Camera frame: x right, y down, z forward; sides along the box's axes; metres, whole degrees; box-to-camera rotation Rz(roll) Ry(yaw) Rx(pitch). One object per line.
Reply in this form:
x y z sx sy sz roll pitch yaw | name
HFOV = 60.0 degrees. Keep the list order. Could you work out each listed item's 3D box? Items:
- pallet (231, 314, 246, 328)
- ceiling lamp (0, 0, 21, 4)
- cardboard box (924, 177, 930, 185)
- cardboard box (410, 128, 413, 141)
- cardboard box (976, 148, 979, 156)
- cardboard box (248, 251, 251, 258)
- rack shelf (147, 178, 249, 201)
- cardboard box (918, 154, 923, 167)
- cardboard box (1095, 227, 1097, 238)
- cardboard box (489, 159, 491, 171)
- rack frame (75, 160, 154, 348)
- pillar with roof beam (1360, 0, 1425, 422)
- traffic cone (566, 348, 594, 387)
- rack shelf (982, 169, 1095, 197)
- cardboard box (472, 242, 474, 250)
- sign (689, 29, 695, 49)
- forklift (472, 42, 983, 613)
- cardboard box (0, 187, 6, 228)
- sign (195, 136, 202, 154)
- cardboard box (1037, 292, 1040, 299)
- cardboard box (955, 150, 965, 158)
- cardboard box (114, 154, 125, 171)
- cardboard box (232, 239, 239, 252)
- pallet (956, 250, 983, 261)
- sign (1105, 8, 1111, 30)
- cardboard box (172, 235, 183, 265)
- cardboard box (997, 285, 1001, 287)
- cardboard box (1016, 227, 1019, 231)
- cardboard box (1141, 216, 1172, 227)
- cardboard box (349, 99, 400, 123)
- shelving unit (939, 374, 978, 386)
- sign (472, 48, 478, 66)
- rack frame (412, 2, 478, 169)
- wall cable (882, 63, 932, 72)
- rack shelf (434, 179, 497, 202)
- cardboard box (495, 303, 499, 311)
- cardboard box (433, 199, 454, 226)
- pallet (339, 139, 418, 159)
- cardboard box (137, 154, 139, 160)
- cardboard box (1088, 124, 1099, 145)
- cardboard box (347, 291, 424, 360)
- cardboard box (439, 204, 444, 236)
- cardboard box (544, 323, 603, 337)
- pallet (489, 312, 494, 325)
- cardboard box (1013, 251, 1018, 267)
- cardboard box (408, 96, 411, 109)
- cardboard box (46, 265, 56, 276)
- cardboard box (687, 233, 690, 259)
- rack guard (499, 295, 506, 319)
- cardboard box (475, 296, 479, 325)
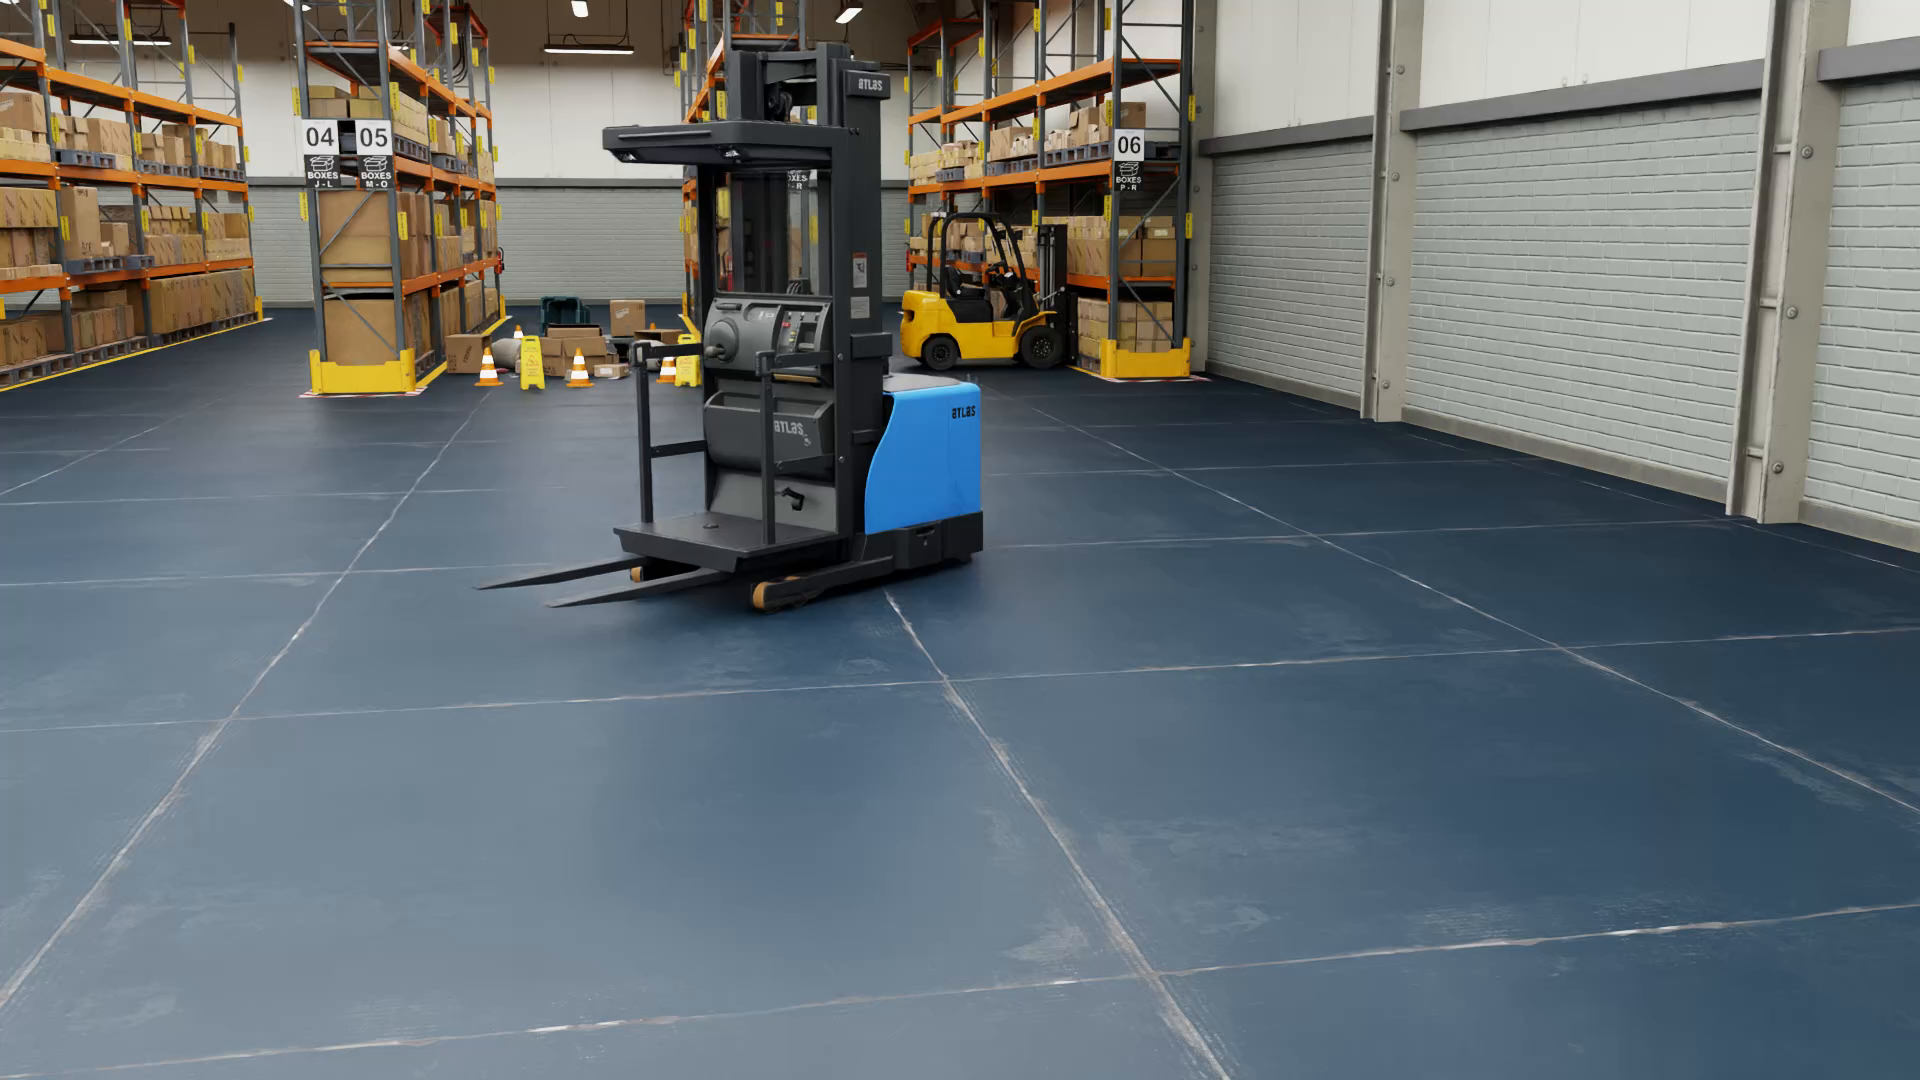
-14.766 -4.322 32.842 1.003 0.211 1.213 -2 11 -11 | pallet
-16.405 -10.909 28.333 0.800 3.185 2.000 -2 11 -11 | ceiling lamp
-0.554 -7.554 35.011 0.380 0.149 0.250 -2 11 -10 | cardboard box
-7.284 -5.245 21.489 0.380 0.149 0.250 -2 11 -10 | cardboard box
0.506 -7.027 30.109 0.380 0.149 0.250 -2 11 -13 | cardboard box
-14.840 -5.883 34.253 0.380 0.149 0.250 -2 11 -10 | cardboard box
-14.843 -6.813 32.369 1.077 0.370 4.000 -2 11 -11 | rack shelf
-0.612 -8.116 35.563 0.500 0.250 0.500 -2 11 -12 | cardboard box
2.057 -4.183 22.650 0.380 0.149 0.250 -2 11 -10 | cardboard box
-9.908 -7.698 34.159 0.500 0.250 0.500 -2 11 -13 | cardboard box
-13.677 -4.592 26.801 1.000 3.000 0.127 -2 11 -11 | rack frame
0.161 -5.517 15.615 9.100 9.000 0.400 -2 11 -11 | pillar with roof beam
-4.771 -2.168 20.851 0.336 0.463 0.334 -2 11 -11 | traffic cone
1.301 -5.887 27.506 1.077 0.370 4.000 -2 11 -11 | rack shelf
-9.247 -5.457 30.895 0.380 0.149 0.250 -2 11 -11 | cardboard box
-4.499 -8.415 27.922 0.100 0.325 0.005 -2 11 -11 | sign
-1.198 -1.163 8.967 1.130 2.935 3.031 9 14 39 | forklift
-12.149 -4.106 20.508 0.500 0.500 0.500 -2 11 -11 | cardboard box
-13.924 -7.229 30.410 0.100 0.325 0.005 -2 11 -11 | sign
1.477 -3.647 25.390 0.500 0.250 0.500 -2 11 -12 | cardboard box
0.119 -7.268 31.323 0.380 0.149 0.250 -2 11 -11 | cardboard box
-13.234 -5.823 25.647 0.500 0.250 0.500 -2 11 -11 | cardboard box
-14.681 -5.866 33.100 0.500 0.250 0.500 -3 11 -13 | cardboard box
0.530 -5.396 31.537 1.003 0.211 1.213 -2 11 -11 | pallet
2.240 -7.899 25.211 0.100 0.325 0.005 -2 11 -11 | sign
-13.805 -5.020 28.783 0.500 0.500 0.500 -2 11 -11 | cardboard box
0.904 -4.729 31.349 0.380 0.149 0.250 -2 11 -12 | cardboard box
1.129 -5.056 27.234 0.380 0.149 0.250 -2 11 -11 | cardboard box
2.613 -4.250 22.204 0.380 0.149 0.250 -2 11 -12 | cardboard box
-7.078 -5.186 20.113 0.500 0.250 0.500 -2 11 -11 | cardboard box
-0.010 -0.526 10.650 0.215 1.050 0.252 -2 11 -11 | shelving unit
-9.026 -8.993 30.954 0.100 0.325 0.005 -2 11 -11 | sign
-9.570 -8.435 30.944 1.000 3.000 0.127 -2 11 -11 | rack frame
-0.485 -13.362 41.957 2.988 3.039 0.133 -2 11 -11 | wall cable
-9.959 -6.975 33.219 1.077 0.370 4.000 -2 11 -11 | rack shelf
-9.891 -4.895 34.891 0.380 0.149 0.250 -2 11 -9 | cardboard box
-9.926 -6.250 31.776 0.500 0.500 0.500 -3 11 -13 | cardboard box
-7.631 -5.077 21.561 1.003 0.211 1.213 -2 11 -11 | pallet
-14.120 -6.585 27.861 0.500 0.500 0.500 -2 11 -8 | cardboard box
1.960 -5.517 22.606 0.396 0.266 0.258 -2 11 -11 | cardboard box
-7.781 -2.900 22.469 0.875 0.875 0.875 -2 11 -11 | cardboard box
-8.512 -5.025 26.133 0.700 0.500 0.500 -2 11 -12 | cardboard box
-5.415 -2.727 23.314 0.797 0.637 0.503 -2 11 -11 | cardboard box
-9.976 -4.464 33.585 1.003 0.211 1.213 -2 11 -11 | pallet
1.166 -4.593 27.209 0.500 0.250 0.500 -2 11 -11 | cardboard box
-7.285 -5.637 21.416 0.380 0.149 0.250 -2 11 -10 | cardboard box
-12.529 -3.660 22.576 0.380 0.149 0.250 -2 11 -11 | cardboard box
-5.292 -5.997 33.914 0.500 0.500 0.500 -2 11 -12 | cardboard box
-10.333 -4.979 35.520 1.175 0.500 0.348 -2 11 -11 | rack guard
-8.984 -4.151 30.045 0.500 0.500 0.500 -2 11 -12 | cardboard box
